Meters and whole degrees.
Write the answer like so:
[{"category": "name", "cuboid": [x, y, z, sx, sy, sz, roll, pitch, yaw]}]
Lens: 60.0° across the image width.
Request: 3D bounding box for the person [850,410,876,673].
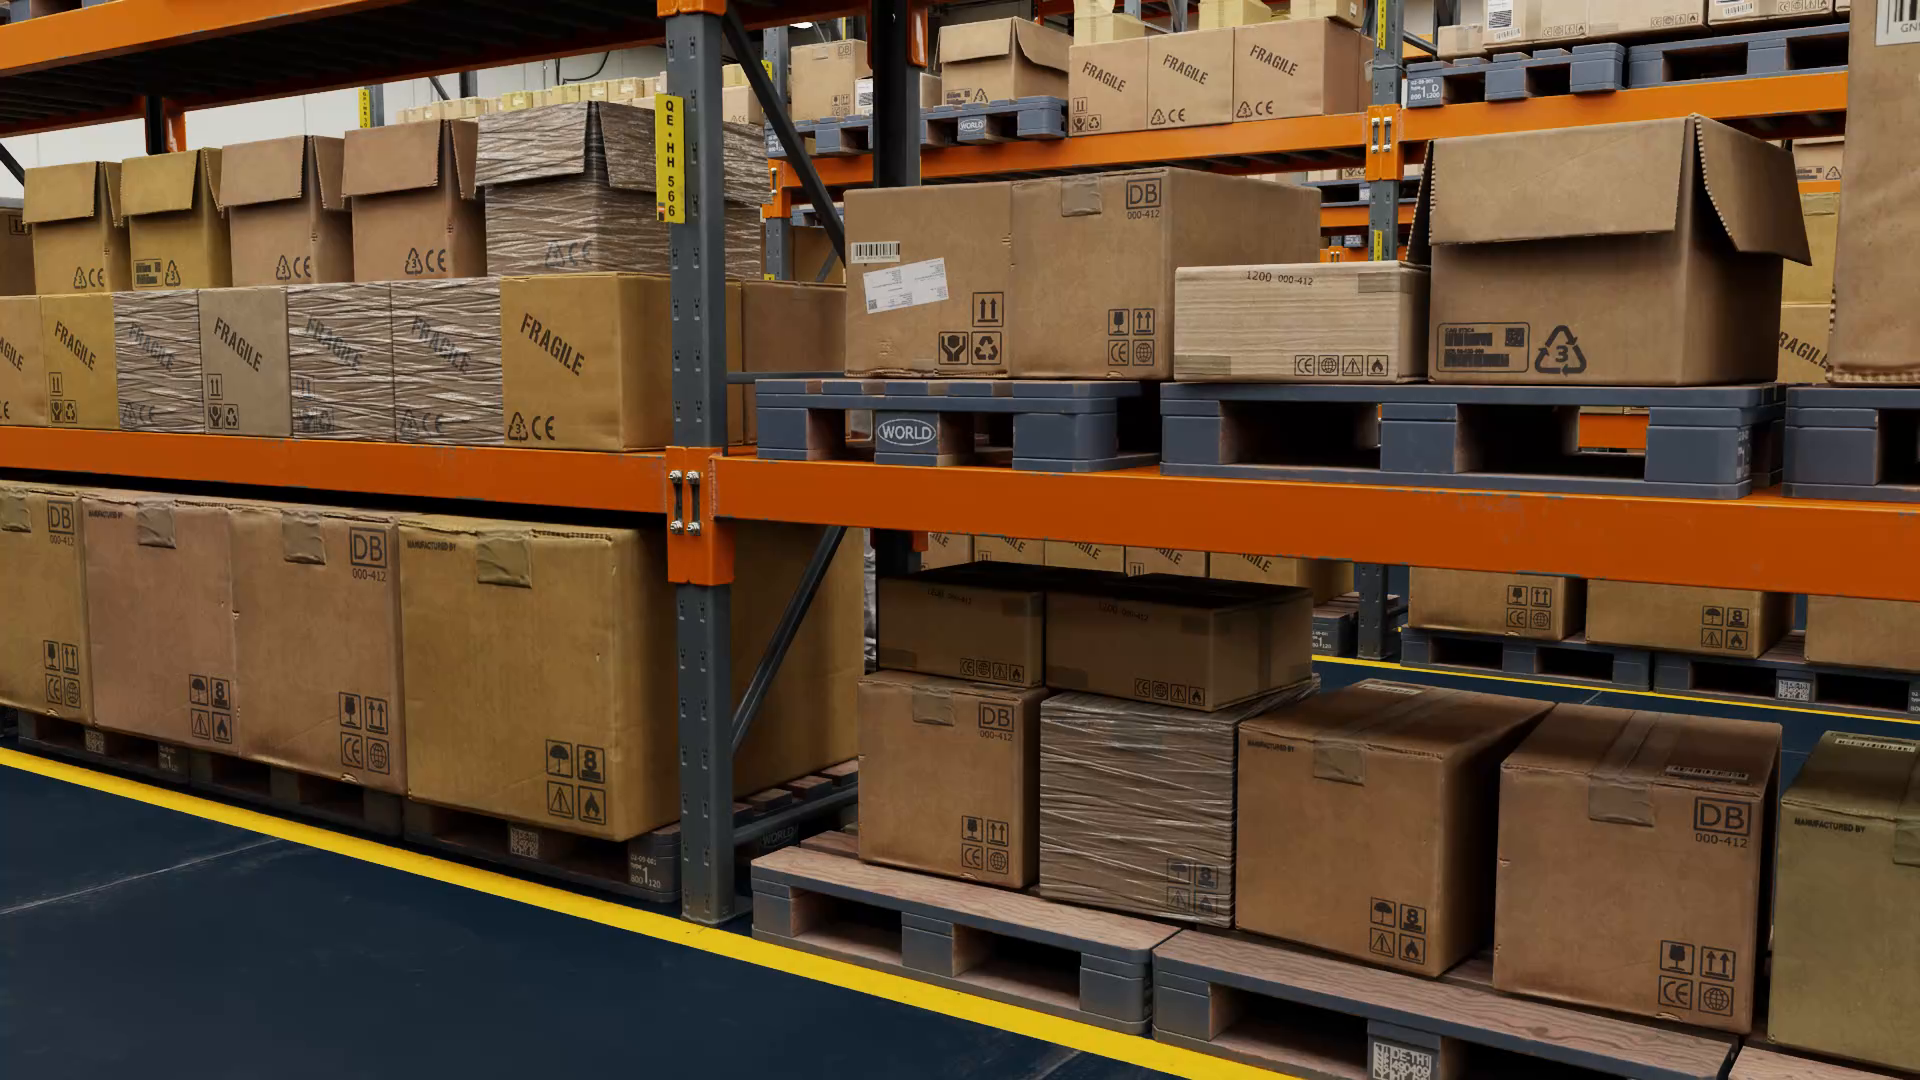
[{"category": "person", "cuboid": [-0.419, -0.237, 8.352, 0.496, 1.788, 0.549, 4, 7, 33]}]
